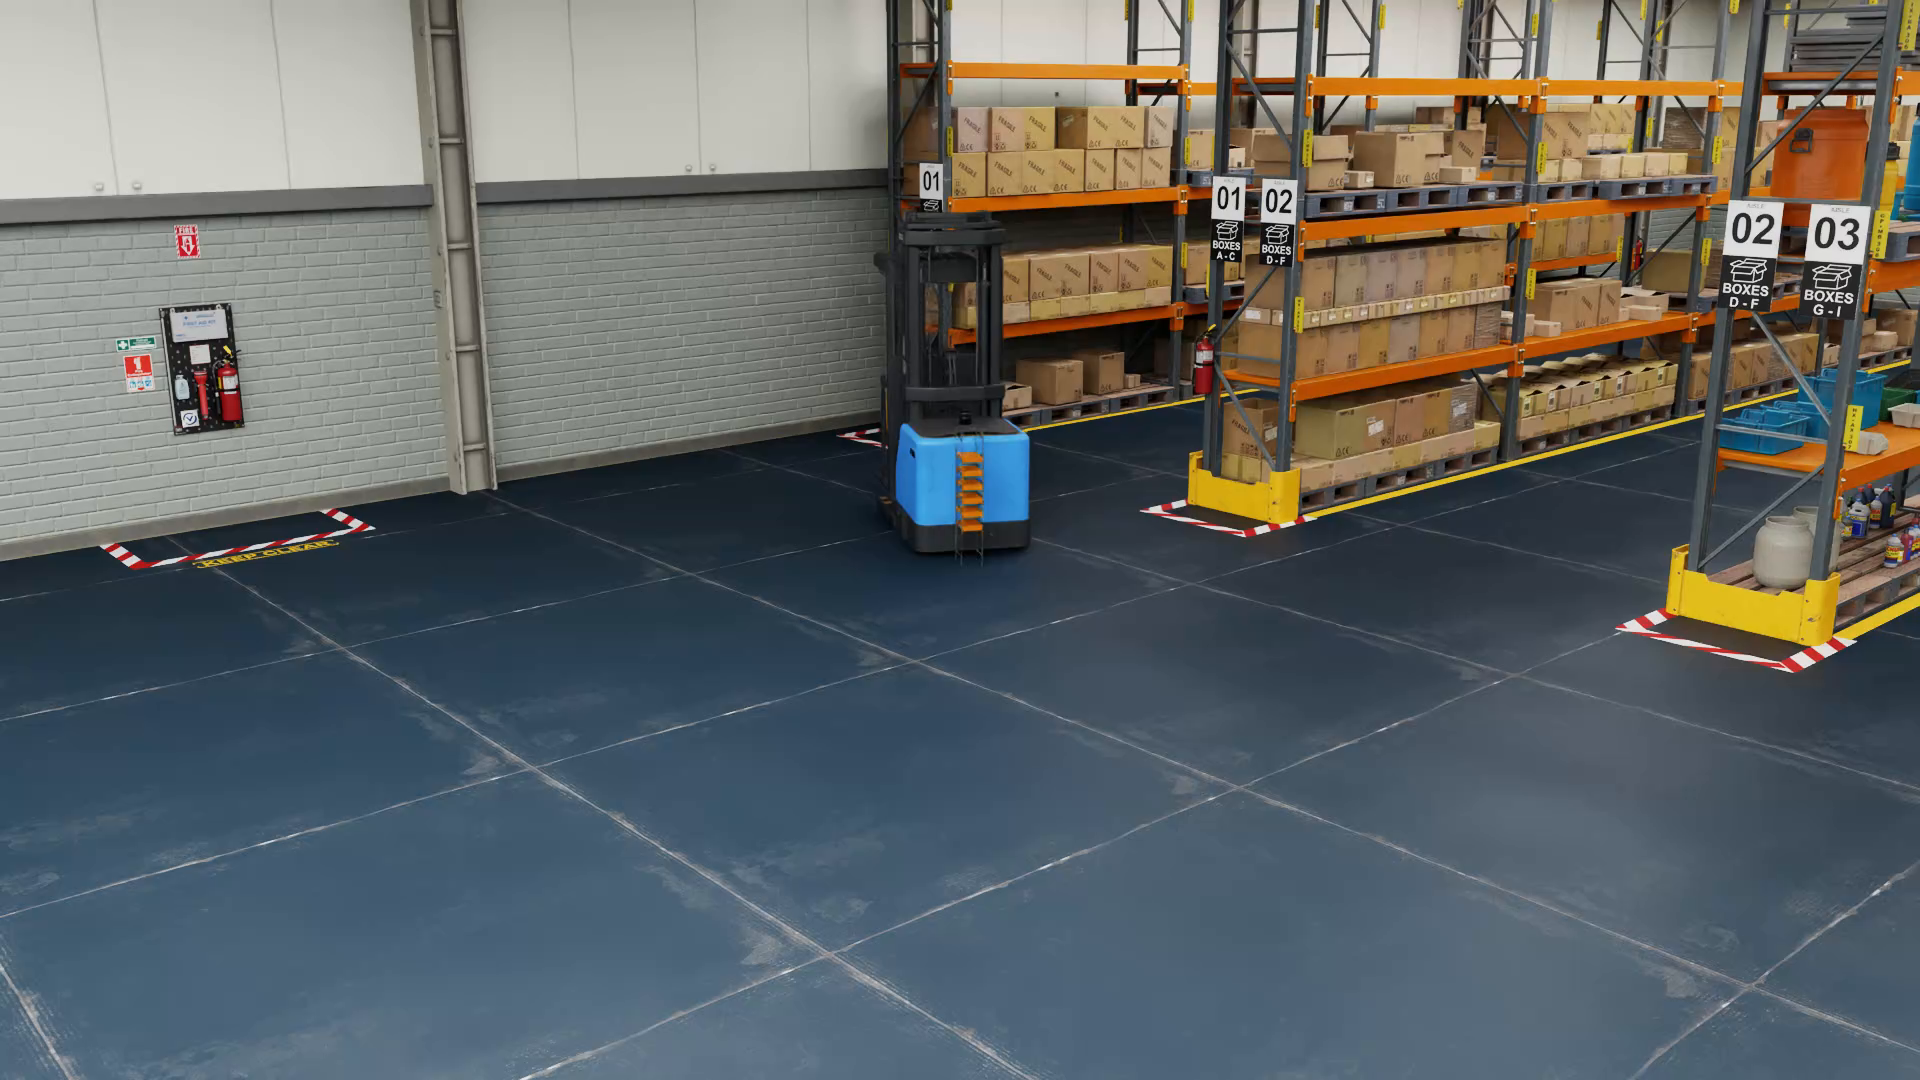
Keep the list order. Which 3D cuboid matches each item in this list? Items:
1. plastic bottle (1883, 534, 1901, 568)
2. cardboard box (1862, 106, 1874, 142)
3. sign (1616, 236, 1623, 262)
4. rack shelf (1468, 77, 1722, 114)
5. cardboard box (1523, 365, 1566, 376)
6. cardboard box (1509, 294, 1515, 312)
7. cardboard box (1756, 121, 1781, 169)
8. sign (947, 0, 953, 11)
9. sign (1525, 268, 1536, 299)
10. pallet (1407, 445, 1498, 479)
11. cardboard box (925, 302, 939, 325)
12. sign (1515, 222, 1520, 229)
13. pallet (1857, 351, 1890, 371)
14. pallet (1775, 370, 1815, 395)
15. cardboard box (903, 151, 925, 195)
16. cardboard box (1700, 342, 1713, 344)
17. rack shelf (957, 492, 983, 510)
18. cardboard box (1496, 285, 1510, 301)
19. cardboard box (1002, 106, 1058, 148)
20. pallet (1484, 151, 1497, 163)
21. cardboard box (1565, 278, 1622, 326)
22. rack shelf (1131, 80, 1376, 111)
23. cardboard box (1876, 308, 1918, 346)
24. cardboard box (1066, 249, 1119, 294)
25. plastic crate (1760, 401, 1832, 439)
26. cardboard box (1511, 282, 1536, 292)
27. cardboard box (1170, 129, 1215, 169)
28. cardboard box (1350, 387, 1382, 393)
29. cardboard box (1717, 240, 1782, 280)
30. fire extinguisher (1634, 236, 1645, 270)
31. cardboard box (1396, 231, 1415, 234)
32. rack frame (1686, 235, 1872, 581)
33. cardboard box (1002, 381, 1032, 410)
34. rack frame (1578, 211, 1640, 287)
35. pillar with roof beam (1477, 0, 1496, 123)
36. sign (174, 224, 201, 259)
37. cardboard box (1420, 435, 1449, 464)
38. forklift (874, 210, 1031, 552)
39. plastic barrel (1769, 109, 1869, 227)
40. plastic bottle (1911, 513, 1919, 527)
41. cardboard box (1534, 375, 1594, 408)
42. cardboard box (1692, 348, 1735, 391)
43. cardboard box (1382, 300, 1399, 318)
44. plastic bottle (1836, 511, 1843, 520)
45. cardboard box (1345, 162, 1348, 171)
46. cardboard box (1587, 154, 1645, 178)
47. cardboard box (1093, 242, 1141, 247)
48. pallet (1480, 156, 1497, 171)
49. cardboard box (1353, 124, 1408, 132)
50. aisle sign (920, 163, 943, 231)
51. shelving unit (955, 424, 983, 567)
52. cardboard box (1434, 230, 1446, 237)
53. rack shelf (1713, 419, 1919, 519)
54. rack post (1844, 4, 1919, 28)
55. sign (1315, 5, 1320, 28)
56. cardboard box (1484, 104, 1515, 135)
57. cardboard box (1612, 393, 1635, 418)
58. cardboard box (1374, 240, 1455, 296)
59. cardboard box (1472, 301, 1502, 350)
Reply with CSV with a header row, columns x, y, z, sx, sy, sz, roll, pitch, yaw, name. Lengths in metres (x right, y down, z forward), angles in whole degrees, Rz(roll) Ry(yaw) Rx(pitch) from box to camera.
x,y,z,sx,sy,sz,roll,pitch,yaw,name
7.605,0.083,13.560,0.097,0.271,0.097,0,15,0,plastic bottle
12.648,-5.901,23.586,0.500,0.500,0.700,-13,19,-39,cardboard box
8.455,-3.721,21.278,0.005,0.325,0.100,-13,19,-39,sign
7.310,-5.115,19.130,4.000,0.370,1.077,-13,19,-39,rack shelf
7.066,-1.946,20.151,0.500,0.311,0.500,-13,20,-40,cardboard box
9.213,-3.839,27.841,0.500,0.500,0.700,-12,19,-39,cardboard box
10.403,-5.225,21.984,0.600,0.600,0.600,-14,20,-41,cardboard box
-0.115,-5.987,18.262,0.005,0.325,0.100,-13,19,-39,sign
6.167,-2.767,17.966,0.005,0.325,0.100,-13,19,-39,sign
5.174,-0.945,18.377,1.213,0.211,1.003,-13,19,-39,pallet
-0.246,-2.759,20.017,0.500,0.250,0.500,-12,19,-39,cardboard box
8.945,-5.154,26.644,0.005,0.325,0.100,-13,19,-39,sign
13.276,-2.750,25.137,1.213,0.211,1.003,-13,19,-39,pallet
11.247,-2.281,23.381,1.213,0.211,1.003,-13,19,-39,pallet
-0.322,-4.332,19.609,0.500,0.500,0.500,-11,18,-35,cardboard box
10.152,-2.483,22.723,0.500,0.500,0.500,-14,20,-41,cardboard box
0.080,-0.340,14.369,0.180,0.103,0.258,-4,15,-13,rack shelf
5.737,-2.692,18.066,0.250,0.149,0.380,-13,20,-39,cardboard box
0.858,-5.076,20.459,0.500,0.500,0.500,-13,20,-39,cardboard box
9.206,-6.280,27.308,1.213,0.211,1.003,-13,19,-39,pallet
7.564,-2.857,19.939,0.500,0.500,0.500,-14,20,-42,cardboard box
4.055,-6.078,22.738,4.000,0.370,1.077,-13,19,-39,rack shelf
14.605,-3.316,25.843,0.500,0.500,0.500,-13,19,-39,cardboard box
1.633,-3.372,20.862,0.500,0.500,0.500,-13,20,-41,cardboard box
6.707,-0.956,13.304,0.408,0.251,0.499,-13,19,-39,plastic crate
9.568,-4.301,28.313,0.250,0.149,0.380,-13,20,-41,cardboard box
3.011,-5.160,21.933,0.500,0.500,0.500,-9,18,-32,cardboard box
4.116,-1.383,17.676,0.500,0.500,0.500,-13,19,-39,cardboard box
10.855,-3.859,22.878,0.500,0.500,0.700,-9,17,-31,cardboard box
12.016,-5.133,29.527,0.183,0.674,0.296,-13,19,-39,fire extinguisher
6.481,-4.742,24.927,0.500,0.250,0.500,-13,20,-40,cardboard box
6.032,-0.776,12.342,0.127,3.000,1.000,-13,19,-39,rack frame
0.540,-1.814,20.587,0.500,0.311,0.500,-11,18,-35,cardboard box
11.599,-5.415,29.710,0.127,3.000,1.000,-13,19,-39,rack frame
11.368,-7.085,24.335,0.400,9.000,9.100,-13,19,-39,pillar with roof beam
-6.998,-2.702,15.060,0.199,0.298,0.001,-13,19,-39,sign
4.844,-1.001,17.701,0.500,0.250,0.500,-13,19,-39,cardboard box
-0.196,-1.642,15.718,1.130,2.935,3.031,-3,15,-12,forklift
6.316,-2.742,12.246,0.708,0.830,0.600,-13,19,-39,plastic barrel
8.169,-0.095,14.204,0.133,0.283,0.061,-13,19,-39,plastic bottle
7.047,-1.757,19.443,0.500,0.311,0.500,-14,20,-41,cardboard box
9.741,-2.212,21.710,0.500,0.500,0.500,-14,20,-41,cardboard box
4.191,-2.346,16.768,0.250,0.149,0.380,-13,20,-40,cardboard box
7.565,-0.195,14.447,0.185,0.351,0.144,-12,19,-37,plastic bottle
3.479,-3.634,16.437,0.500,0.250,0.500,-13,19,-39,cardboard box
7.691,-4.401,19.577,0.500,0.250,0.500,-13,20,-40,cardboard box
2.055,-3.643,21.873,0.500,0.500,0.500,-13,20,-41,cardboard box
7.922,-5.929,26.193,1.217,0.209,0.805,-14,20,-42,pallet
6.257,-5.963,24.903,0.500,0.500,0.700,-14,20,-42,cardboard box
-0.328,-3.890,18.963,0.004,0.787,0.394,-13,19,-39,aisle sign
0.080,-0.383,14.358,0.189,1.200,0.258,-4,15,-13,shelving unit
7.262,-4.554,25.679,0.500,0.500,0.500,-12,19,-38,cardboard box
7.541,-0.767,13.703,4.000,0.370,1.077,-13,19,-39,rack shelf
7.473,-3.972,12.829,0.954,0.300,0.937,-13,20,-40,rack post
5.197,-7.593,24.123,0.005,0.325,0.100,-13,19,-39,sign
8.955,-6.891,27.254,0.500,0.500,0.500,-13,20,-40,cardboard box
7.814,-1.661,20.171,0.500,0.250,0.500,-12,19,-38,cardboard box
4.712,-2.846,17.386,0.500,0.500,0.700,-13,20,-39,cardboard box
5.471,-2.390,18.192,0.500,0.500,0.700,-13,20,-41,cardboard box
